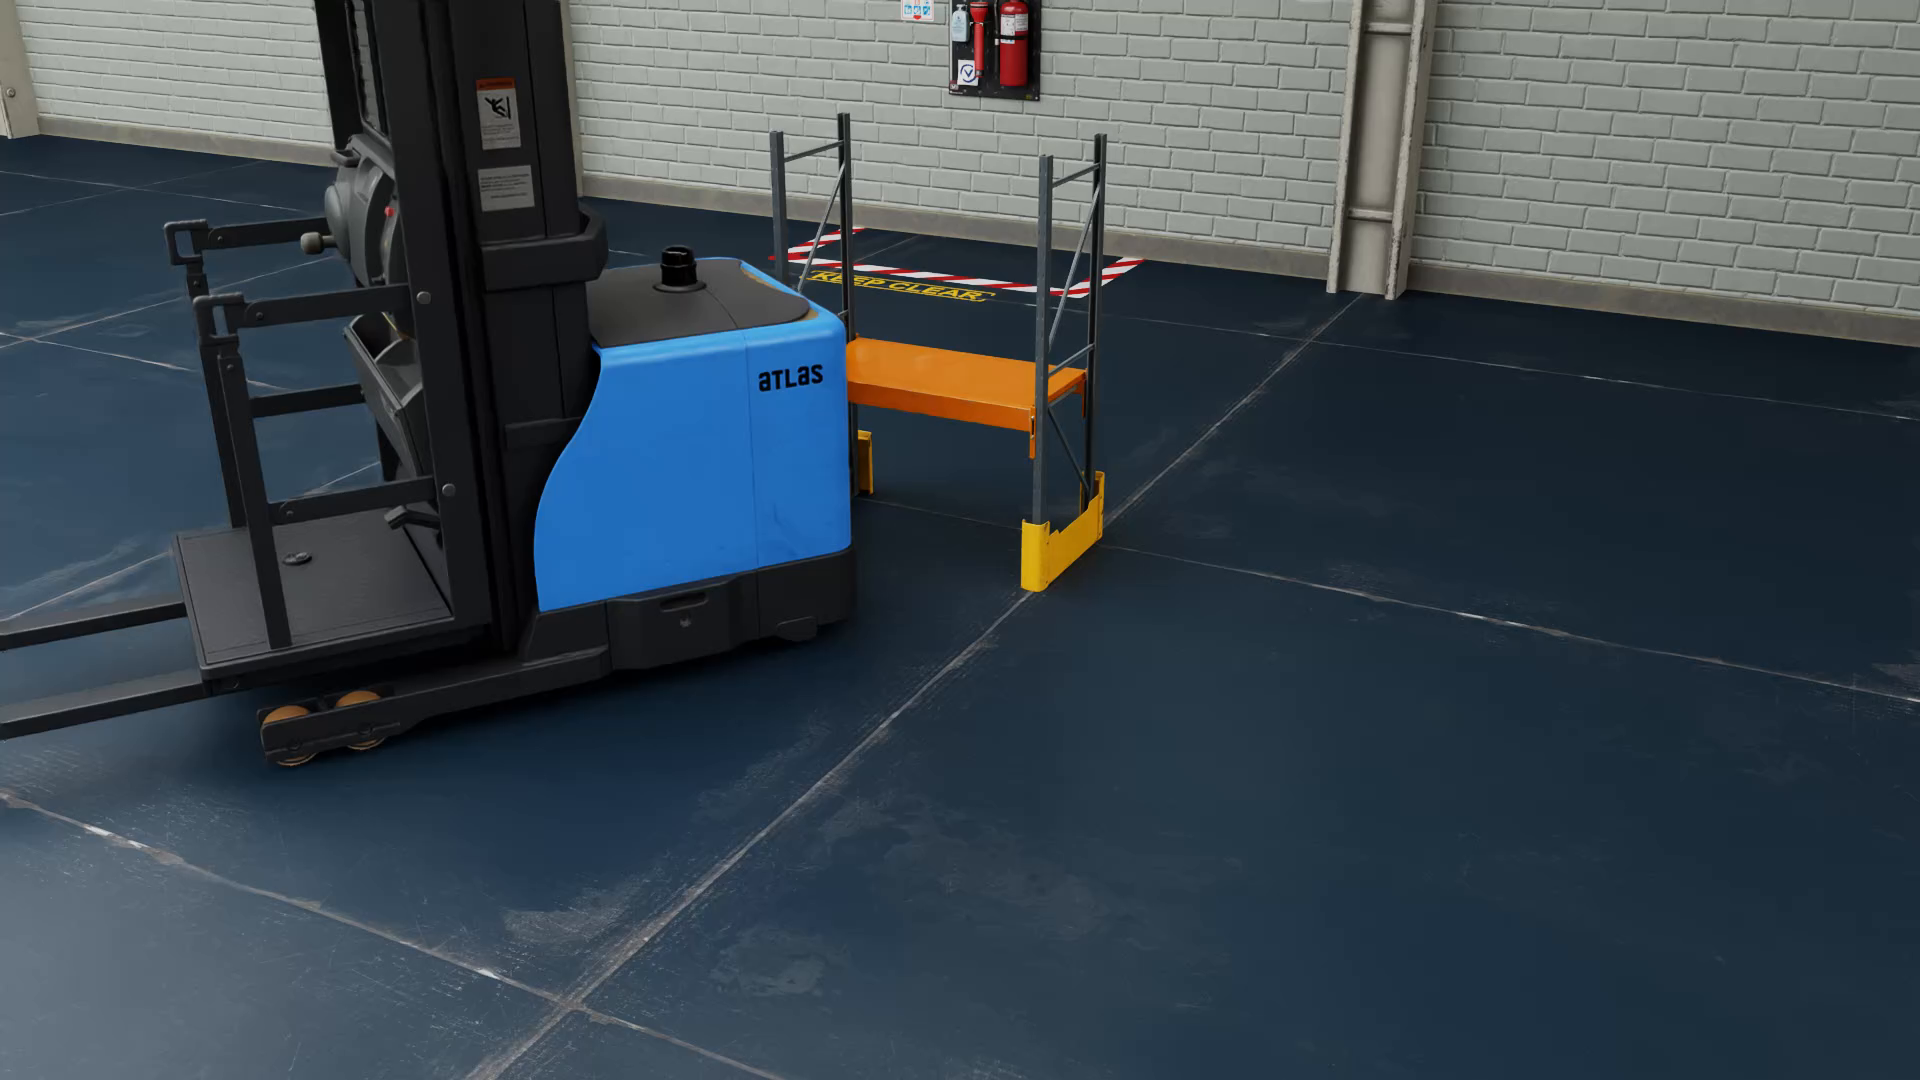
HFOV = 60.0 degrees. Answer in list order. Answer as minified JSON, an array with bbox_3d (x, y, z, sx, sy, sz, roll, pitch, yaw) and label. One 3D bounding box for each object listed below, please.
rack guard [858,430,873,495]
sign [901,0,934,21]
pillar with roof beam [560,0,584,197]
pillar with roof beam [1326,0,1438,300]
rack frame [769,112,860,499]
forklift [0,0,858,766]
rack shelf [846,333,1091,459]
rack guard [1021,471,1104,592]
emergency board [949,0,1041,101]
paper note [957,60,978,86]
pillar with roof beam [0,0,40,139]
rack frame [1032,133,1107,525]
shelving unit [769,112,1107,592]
[{"bbox_3d":[-0.512,-0.216,6.440,0.087,0.250,0.587,11,25,25],"label":"rack guard"},{"bbox_3d":[-0.270,-3.435,10.449,0.234,0.329,0.001,11,25,25],"label":"sign"},{"bbox_3d":[-4.932,-5.152,6.866,0.400,9.000,9.100,11,25,25],"label":"pillar with roof beam"},{"bbox_3d":[0.423,-4.092,4.375,0.400,9.000,9.100,11,25,25],"label":"pillar with roof beam"},{"bbox_3d":[-0.530,-0.795,6.203,0.032,1.500,0.500,11,25,25],"label":"rack frame"},{"bbox_3d":[-1.888,-0.942,4.719,3.031,2.935,1.130,-12,26,-25],"label":"forklift"},{"bbox_3d":[-0.076,-0.540,6.062,1.000,0.185,0.538,11,25,25],"label":"rack shelf"},{"bbox_3d":[0.376,-0.041,6.026,0.087,0.250,0.587,11,25,25],"label":"rack guard"},{"bbox_3d":[0.177,-3.285,10.142,0.643,1.169,0.194,11,25,25],"label":"emergency board"},{"bbox_3d":[0.050,-2.935,10.444,0.142,0.148,0.016,11,25,25],"label":"paper note"},{"bbox_3d":[-10.286,-6.211,9.357,0.400,9.000,9.100,11,25,25],"label":"pillar with roof beam"},{"bbox_3d":[0.378,-0.615,5.781,0.032,1.500,0.500,11,25,25],"label":"rack frame"},{"bbox_3d":[-0.068,-0.704,5.988,1.083,1.500,0.587,11,25,25],"label":"shelving unit"}]
